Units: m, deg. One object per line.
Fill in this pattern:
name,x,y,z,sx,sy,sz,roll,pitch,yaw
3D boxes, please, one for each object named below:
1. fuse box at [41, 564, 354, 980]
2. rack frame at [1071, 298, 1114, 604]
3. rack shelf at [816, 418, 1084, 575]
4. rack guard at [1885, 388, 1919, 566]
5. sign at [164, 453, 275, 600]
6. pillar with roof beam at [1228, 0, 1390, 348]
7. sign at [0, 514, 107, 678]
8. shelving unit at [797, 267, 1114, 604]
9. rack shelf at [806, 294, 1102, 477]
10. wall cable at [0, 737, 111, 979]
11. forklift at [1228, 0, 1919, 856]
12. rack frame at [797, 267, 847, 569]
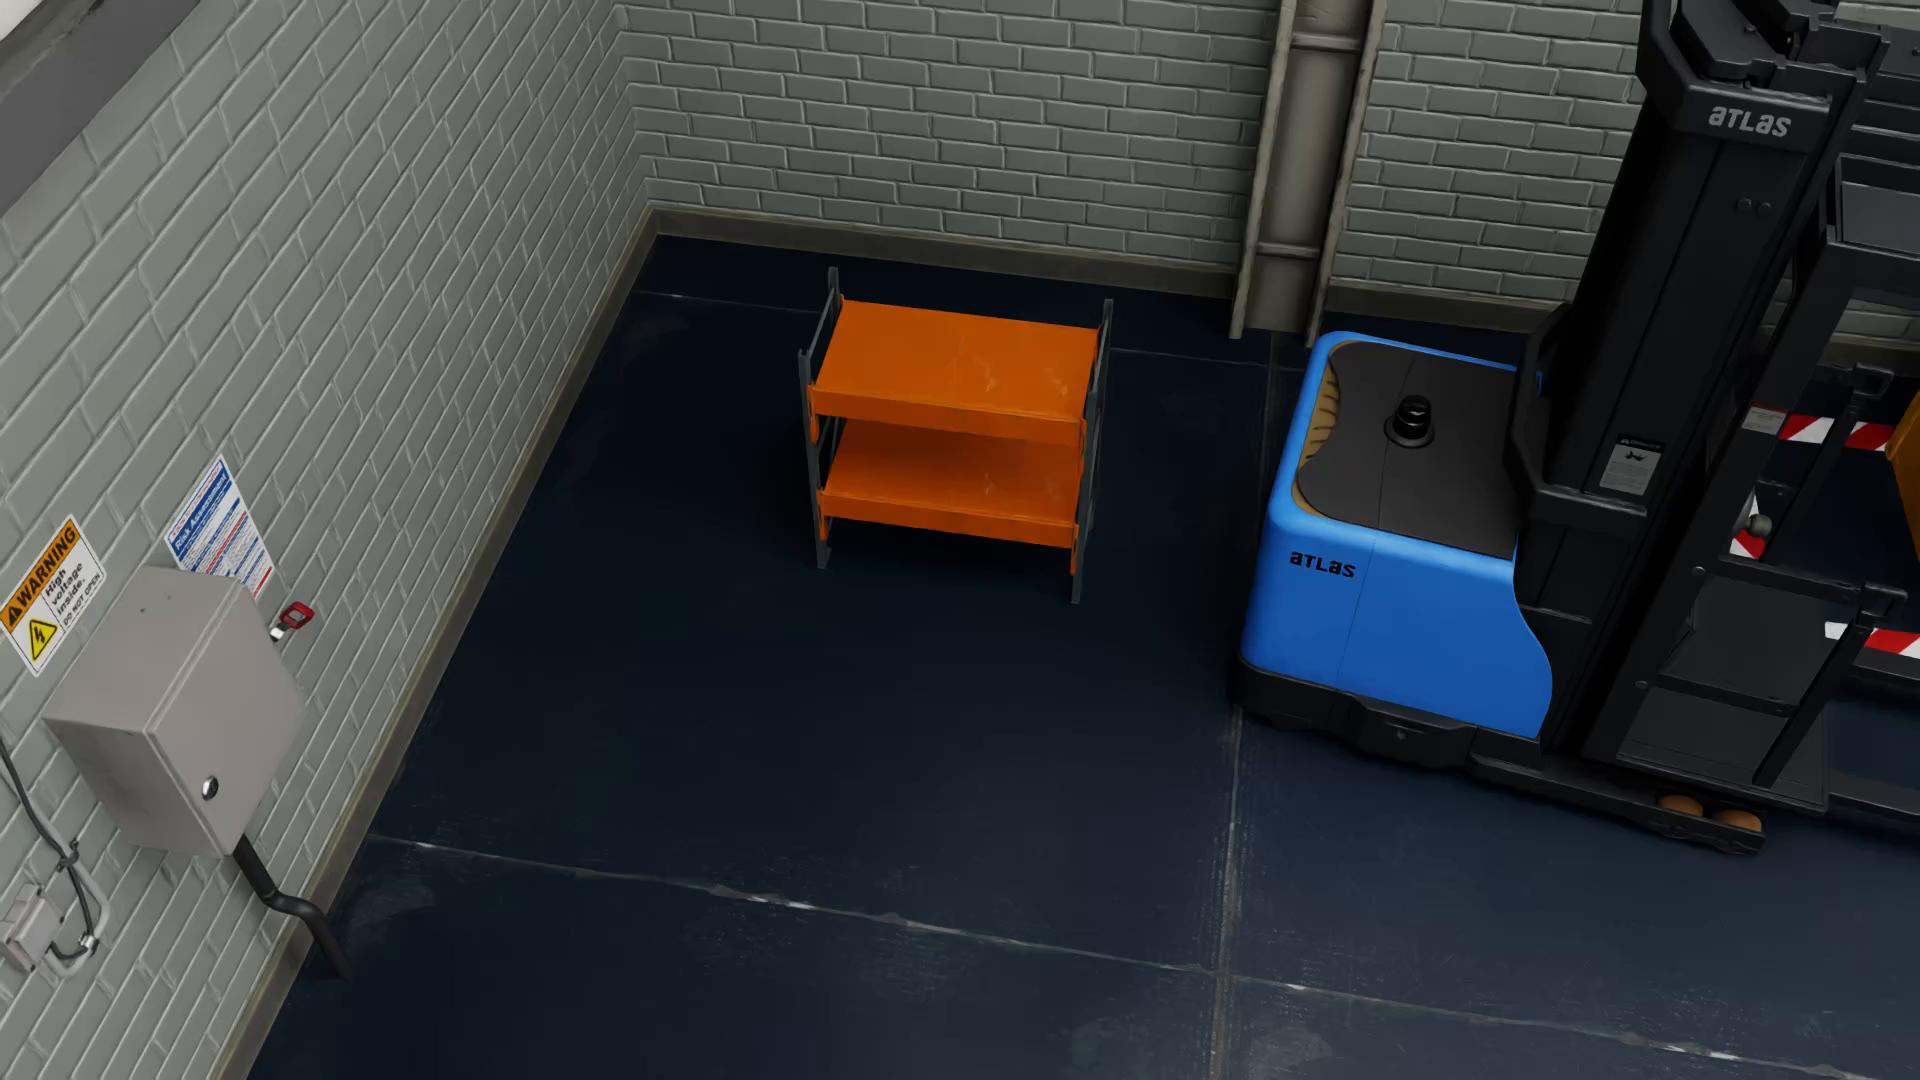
fuse box,-1.983,0.827,4.828,0.414,1.711,0.539,8,49,7
rack frame,0.494,-0.310,6.244,0.032,1.125,0.500,8,49,7
rack shelf,-0.007,-0.213,6.486,1.000,0.278,0.538,8,49,7
rack guard,4.006,-0.144,6.516,0.348,0.500,1.175,8,49,7
sign,-2.099,0.040,4.734,0.001,0.494,0.329,8,49,7
pillar with roof beam,0.673,-0.860,1.445,0.400,9.000,9.100,8,49,7
sign,-2.197,0.134,4.030,0.001,0.242,0.339,8,49,7
shelving unit,-0.007,-0.377,6.304,1.048,1.125,0.538,8,49,7
rack shelf,-0.007,-0.572,6.087,1.000,0.278,0.538,8,49,7
wall cable,-2.260,0.536,3.541,0.122,1.984,0.588,8,49,7
forklift,2.561,-0.343,5.060,3.031,2.935,1.130,14,50,12
rack frame,-0.507,-0.444,6.365,0.032,1.125,0.500,8,49,7
